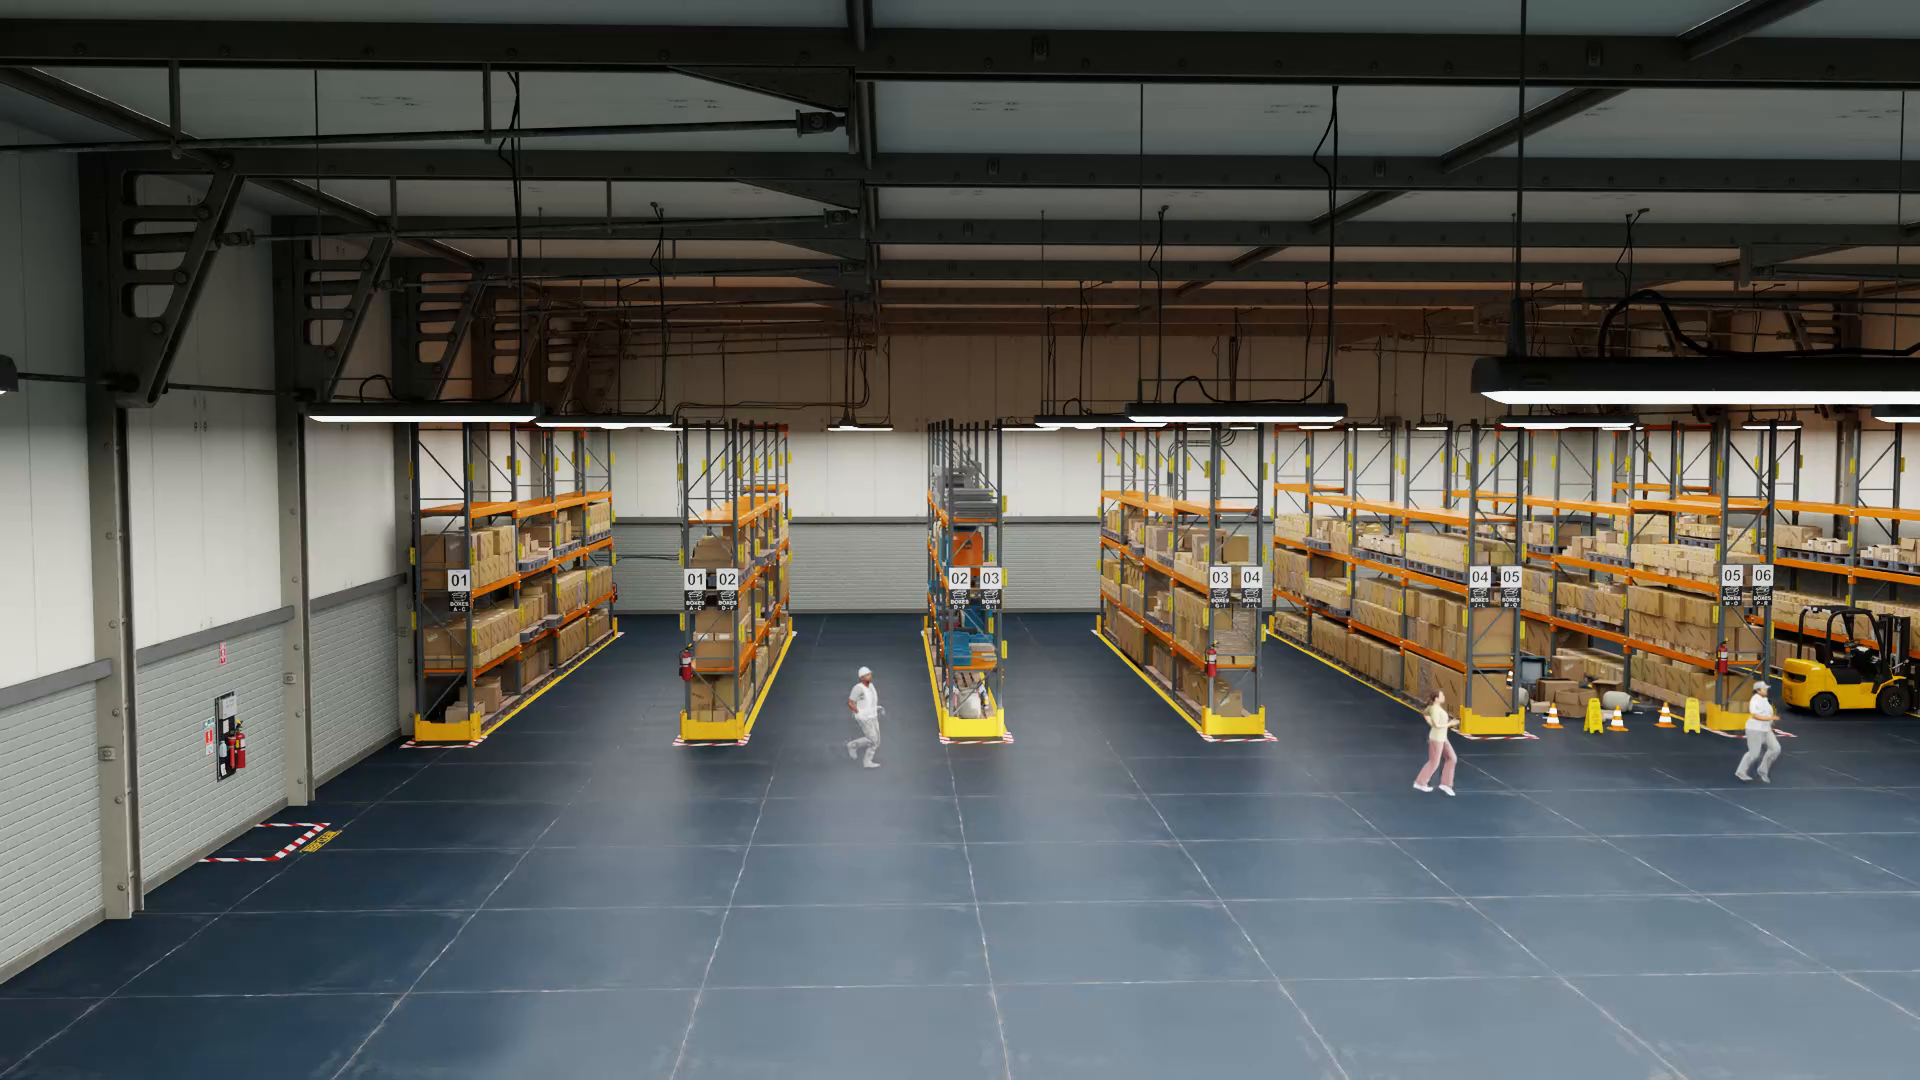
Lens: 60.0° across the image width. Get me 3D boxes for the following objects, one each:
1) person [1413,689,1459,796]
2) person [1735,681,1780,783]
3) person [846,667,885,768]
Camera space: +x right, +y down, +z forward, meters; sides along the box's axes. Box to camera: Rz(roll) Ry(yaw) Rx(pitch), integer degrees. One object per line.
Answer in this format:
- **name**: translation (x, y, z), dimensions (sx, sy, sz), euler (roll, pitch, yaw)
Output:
- **person**: translation (7.531, 3.203, 26.275), dimensions (0.689, 1.722, 0.560), euler (2, 4, 23)
- **person**: translation (13.085, 3.155, 27.225), dimensions (0.646, 1.707, 0.680), euler (-4, 5, -44)
- **person**: translation (-1.622, 3.042, 28.497), dimensions (0.592, 1.737, 0.699), euler (2, 4, 25)
